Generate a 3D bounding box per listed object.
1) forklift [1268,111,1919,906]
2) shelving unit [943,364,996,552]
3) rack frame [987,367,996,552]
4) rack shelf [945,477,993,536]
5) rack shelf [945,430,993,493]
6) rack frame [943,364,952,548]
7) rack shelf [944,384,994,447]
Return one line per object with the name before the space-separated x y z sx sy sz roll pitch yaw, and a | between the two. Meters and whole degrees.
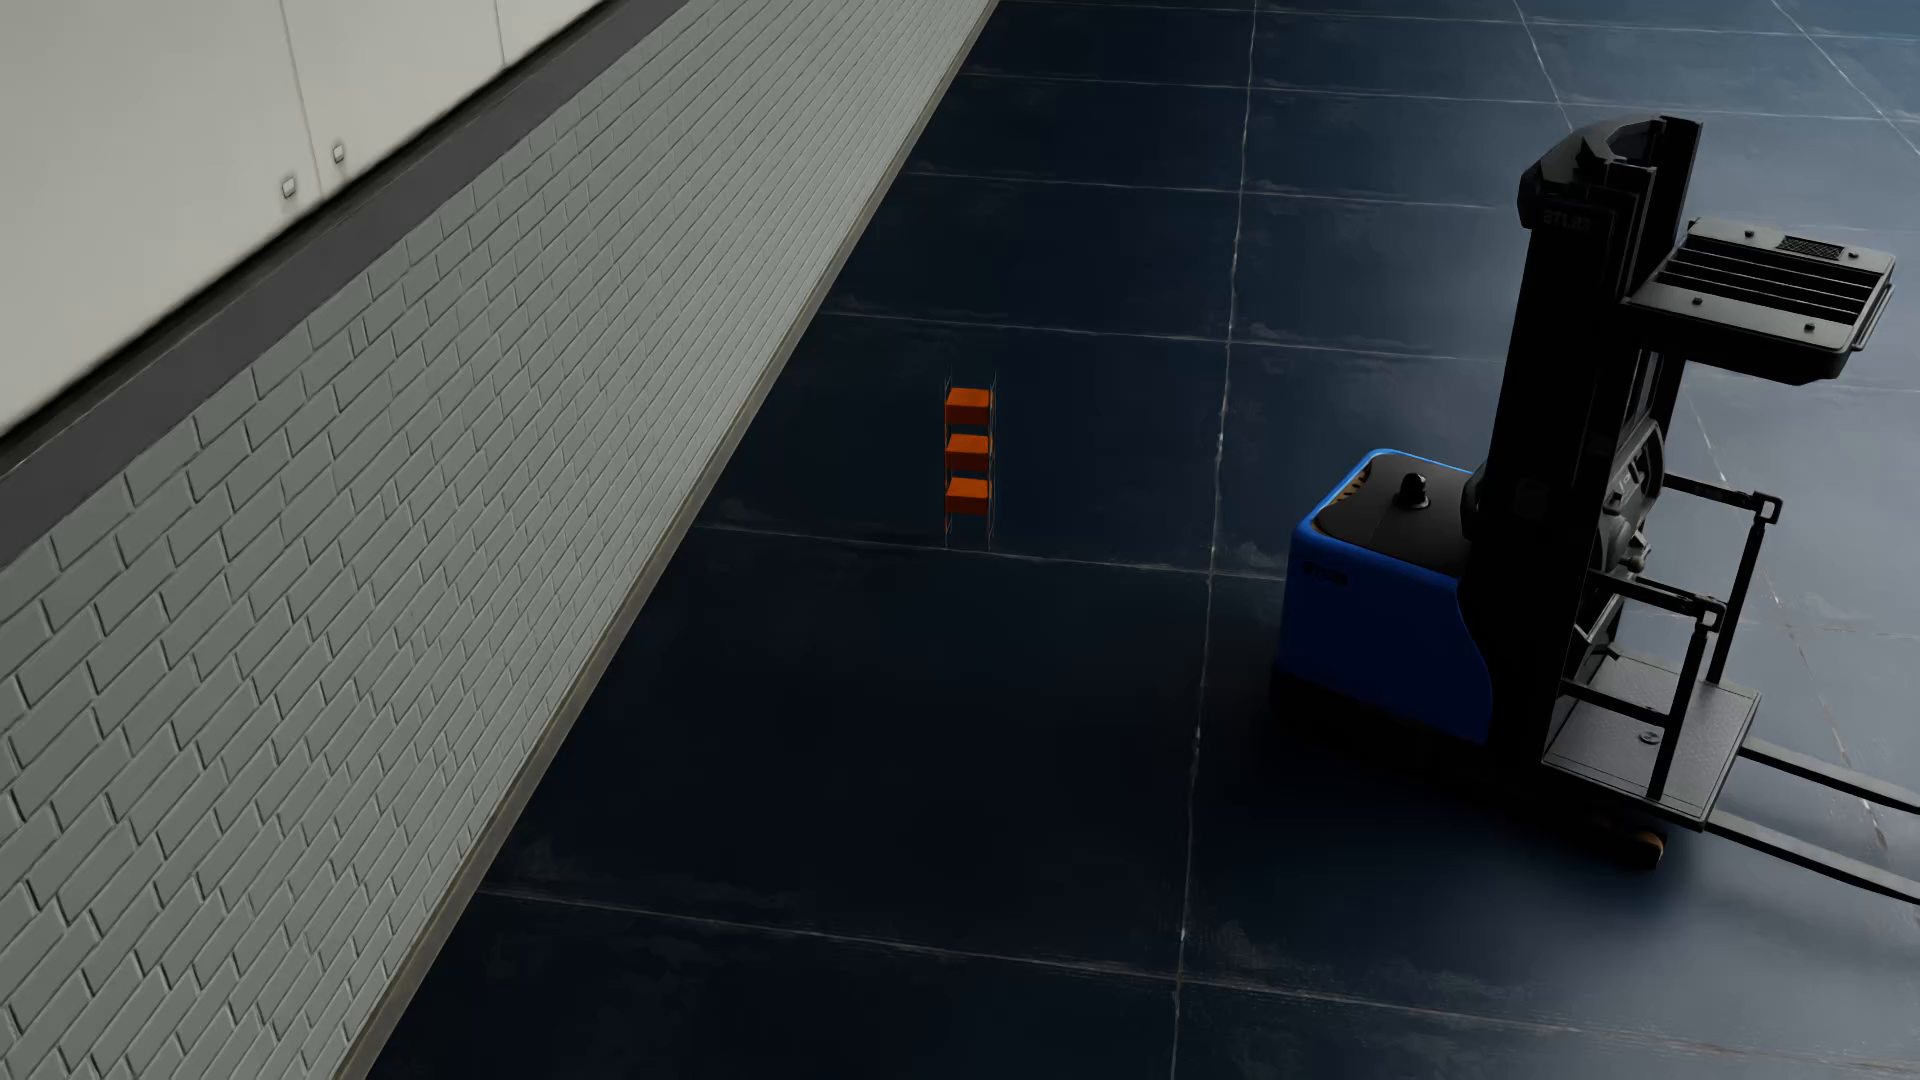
forklift | 2.988 -0.148 6.898 3.031 2.935 1.130 20 37 29
shelving unit | 0.053 -0.440 9.138 0.252 1.050 0.215 5 32 8
rack frame | 0.173 -0.429 9.120 0.008 1.050 0.200 5 32 8
rack shelf | 0.053 -0.196 9.291 0.240 0.259 0.215 5 32 8
rack shelf | 0.053 -0.431 9.143 0.240 0.259 0.215 5 32 8
rack frame | -0.068 -0.451 9.155 0.008 1.050 0.200 5 32 8
rack shelf | 0.053 -0.672 8.993 0.240 0.259 0.215 5 32 8
